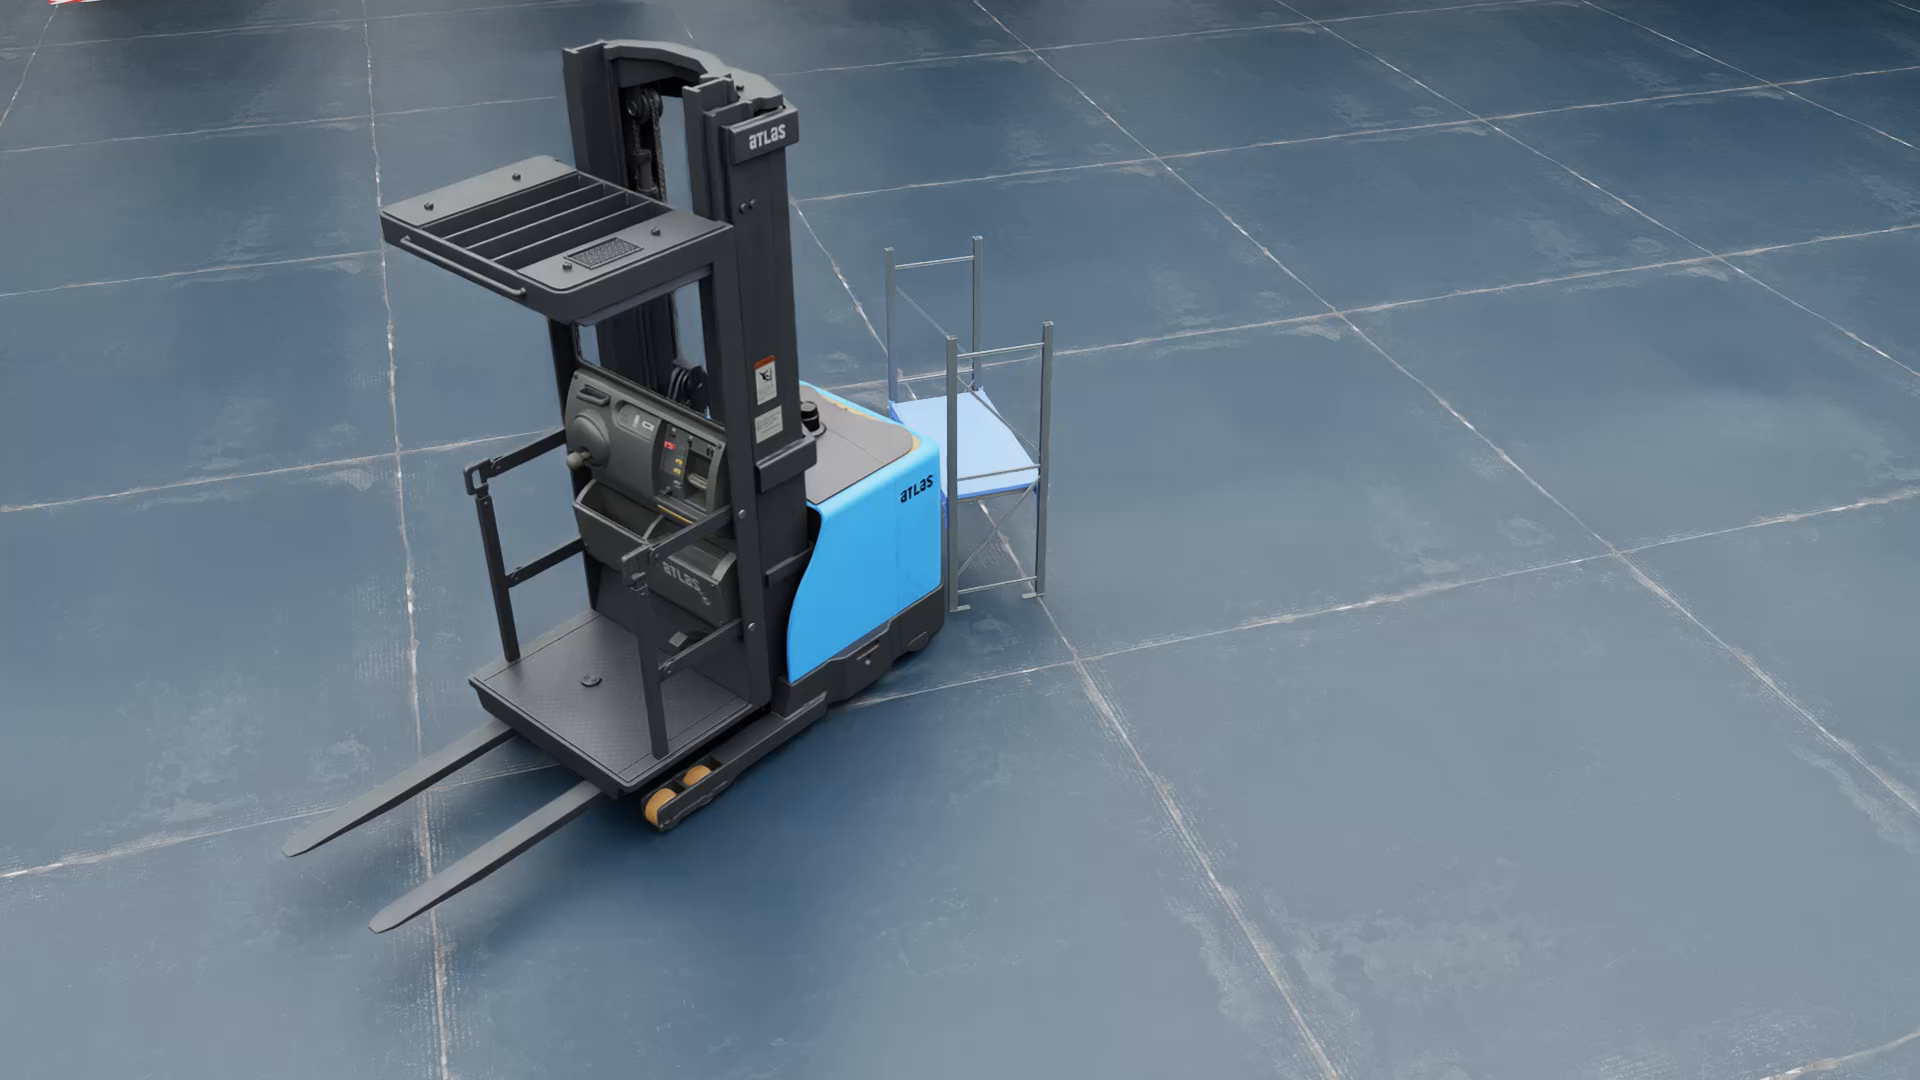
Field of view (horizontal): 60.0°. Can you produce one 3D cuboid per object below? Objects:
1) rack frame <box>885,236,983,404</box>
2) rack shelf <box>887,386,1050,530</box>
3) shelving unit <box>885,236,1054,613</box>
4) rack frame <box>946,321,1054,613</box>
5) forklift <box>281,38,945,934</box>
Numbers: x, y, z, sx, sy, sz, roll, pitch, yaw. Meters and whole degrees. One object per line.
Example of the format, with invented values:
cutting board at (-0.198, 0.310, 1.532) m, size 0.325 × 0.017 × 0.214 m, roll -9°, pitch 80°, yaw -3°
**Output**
rack frame at (-0.129, -0.848, 8.673) m, size 0.500 × 1.500 × 0.032 m, roll -10°, pitch 35°, yaw -15°
rack shelf at (0.026, -0.431, 8.368) m, size 0.538 × 0.185 × 1.000 m, roll -10°, pitch 35°, yaw -15°
shelving unit at (0.026, -0.581, 8.269) m, size 0.538 × 1.500 × 1.048 m, roll -10°, pitch 35°, yaw -15°
rack frame at (0.181, -0.314, 7.865) m, size 0.500 × 1.500 × 0.032 m, roll -10°, pitch 35°, yaw -15°
forklift at (-1.418, -0.334, 6.597) m, size 1.130 × 2.935 × 3.031 m, roll 25°, pitch 41°, yaw 33°
